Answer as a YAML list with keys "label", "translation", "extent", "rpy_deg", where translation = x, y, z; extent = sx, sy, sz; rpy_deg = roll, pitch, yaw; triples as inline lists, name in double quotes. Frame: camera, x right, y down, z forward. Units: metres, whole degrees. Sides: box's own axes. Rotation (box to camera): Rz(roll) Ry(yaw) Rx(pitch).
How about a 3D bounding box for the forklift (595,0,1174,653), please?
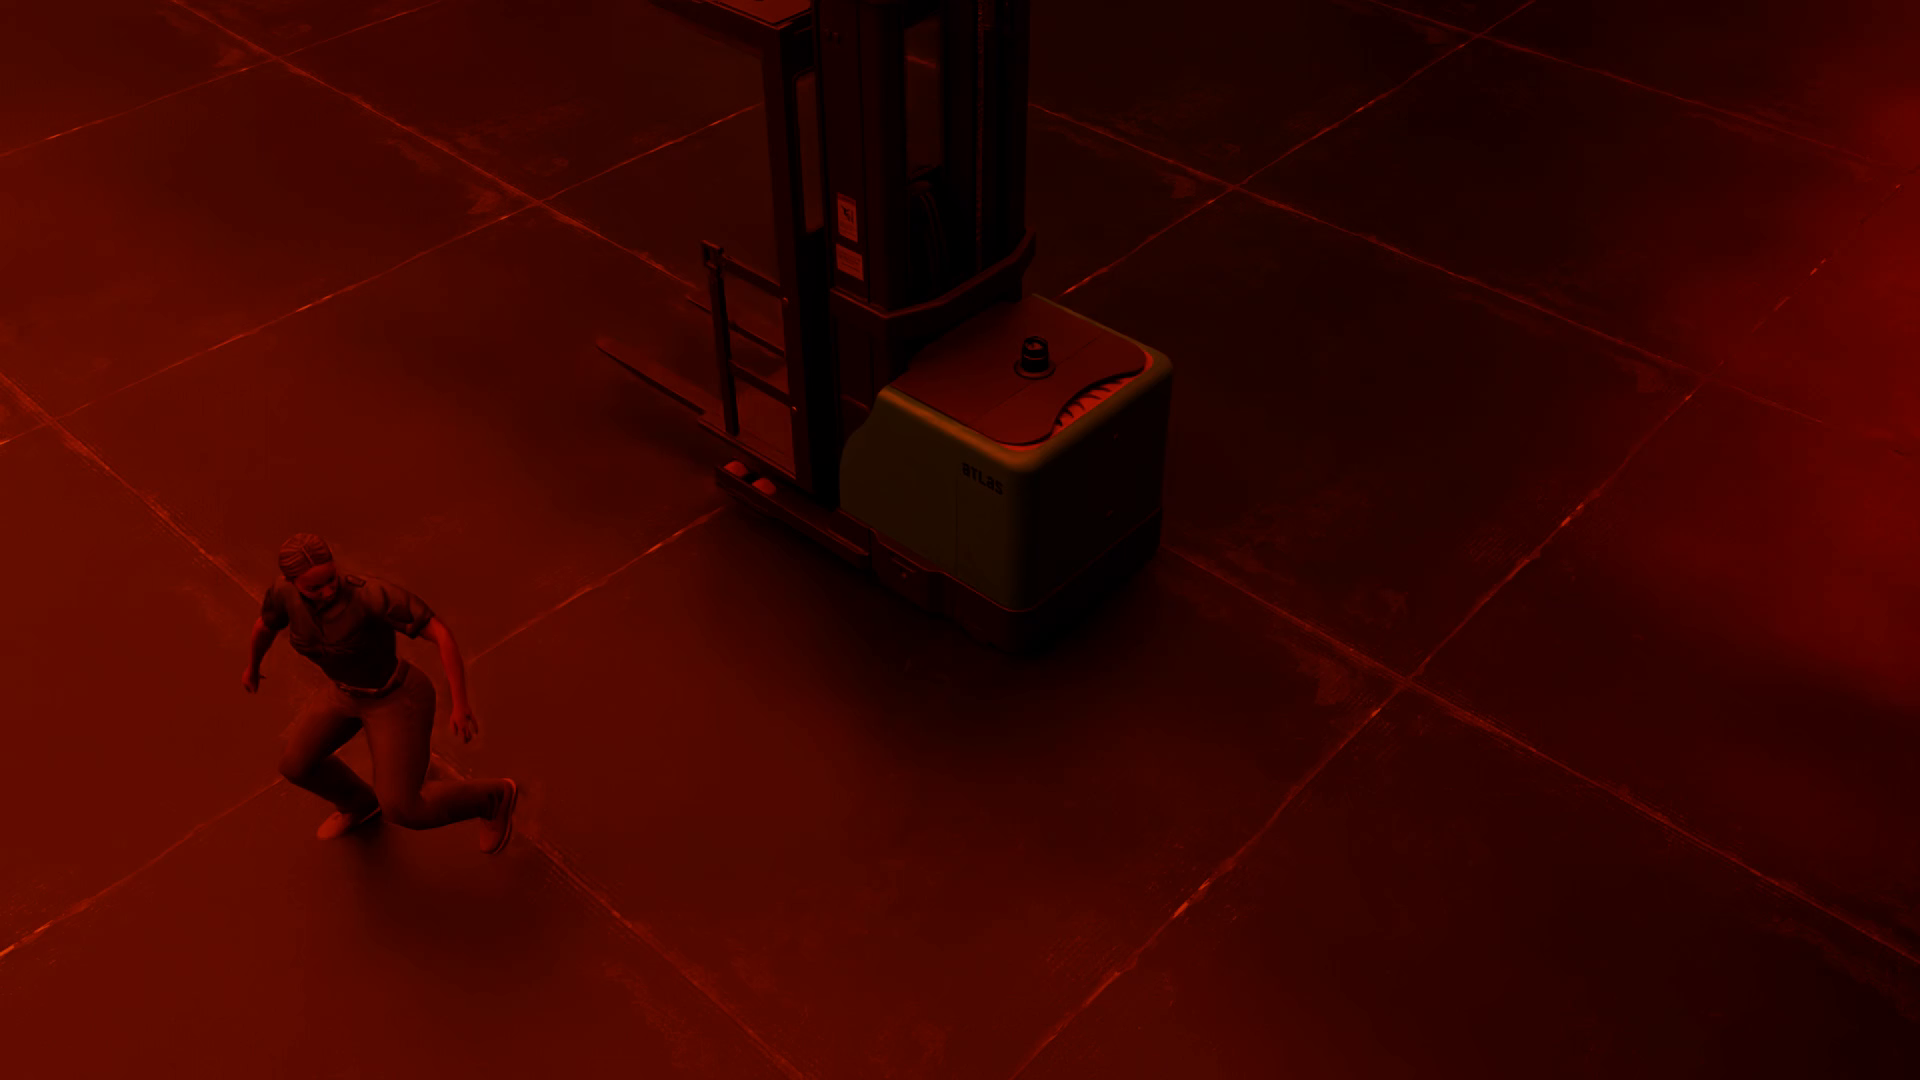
- label: "forklift"
  translation: [-0.525, -1.463, 7.133]
  extent: [3.031, 2.935, 1.130]
  rpy_deg: [30, 49, 30]

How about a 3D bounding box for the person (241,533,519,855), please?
- label: "person"
  translation: [-2.136, 0.565, 5.893]
  extent: [0.995, 1.545, 0.486]
  rpy_deg: [18, 44, 20]
